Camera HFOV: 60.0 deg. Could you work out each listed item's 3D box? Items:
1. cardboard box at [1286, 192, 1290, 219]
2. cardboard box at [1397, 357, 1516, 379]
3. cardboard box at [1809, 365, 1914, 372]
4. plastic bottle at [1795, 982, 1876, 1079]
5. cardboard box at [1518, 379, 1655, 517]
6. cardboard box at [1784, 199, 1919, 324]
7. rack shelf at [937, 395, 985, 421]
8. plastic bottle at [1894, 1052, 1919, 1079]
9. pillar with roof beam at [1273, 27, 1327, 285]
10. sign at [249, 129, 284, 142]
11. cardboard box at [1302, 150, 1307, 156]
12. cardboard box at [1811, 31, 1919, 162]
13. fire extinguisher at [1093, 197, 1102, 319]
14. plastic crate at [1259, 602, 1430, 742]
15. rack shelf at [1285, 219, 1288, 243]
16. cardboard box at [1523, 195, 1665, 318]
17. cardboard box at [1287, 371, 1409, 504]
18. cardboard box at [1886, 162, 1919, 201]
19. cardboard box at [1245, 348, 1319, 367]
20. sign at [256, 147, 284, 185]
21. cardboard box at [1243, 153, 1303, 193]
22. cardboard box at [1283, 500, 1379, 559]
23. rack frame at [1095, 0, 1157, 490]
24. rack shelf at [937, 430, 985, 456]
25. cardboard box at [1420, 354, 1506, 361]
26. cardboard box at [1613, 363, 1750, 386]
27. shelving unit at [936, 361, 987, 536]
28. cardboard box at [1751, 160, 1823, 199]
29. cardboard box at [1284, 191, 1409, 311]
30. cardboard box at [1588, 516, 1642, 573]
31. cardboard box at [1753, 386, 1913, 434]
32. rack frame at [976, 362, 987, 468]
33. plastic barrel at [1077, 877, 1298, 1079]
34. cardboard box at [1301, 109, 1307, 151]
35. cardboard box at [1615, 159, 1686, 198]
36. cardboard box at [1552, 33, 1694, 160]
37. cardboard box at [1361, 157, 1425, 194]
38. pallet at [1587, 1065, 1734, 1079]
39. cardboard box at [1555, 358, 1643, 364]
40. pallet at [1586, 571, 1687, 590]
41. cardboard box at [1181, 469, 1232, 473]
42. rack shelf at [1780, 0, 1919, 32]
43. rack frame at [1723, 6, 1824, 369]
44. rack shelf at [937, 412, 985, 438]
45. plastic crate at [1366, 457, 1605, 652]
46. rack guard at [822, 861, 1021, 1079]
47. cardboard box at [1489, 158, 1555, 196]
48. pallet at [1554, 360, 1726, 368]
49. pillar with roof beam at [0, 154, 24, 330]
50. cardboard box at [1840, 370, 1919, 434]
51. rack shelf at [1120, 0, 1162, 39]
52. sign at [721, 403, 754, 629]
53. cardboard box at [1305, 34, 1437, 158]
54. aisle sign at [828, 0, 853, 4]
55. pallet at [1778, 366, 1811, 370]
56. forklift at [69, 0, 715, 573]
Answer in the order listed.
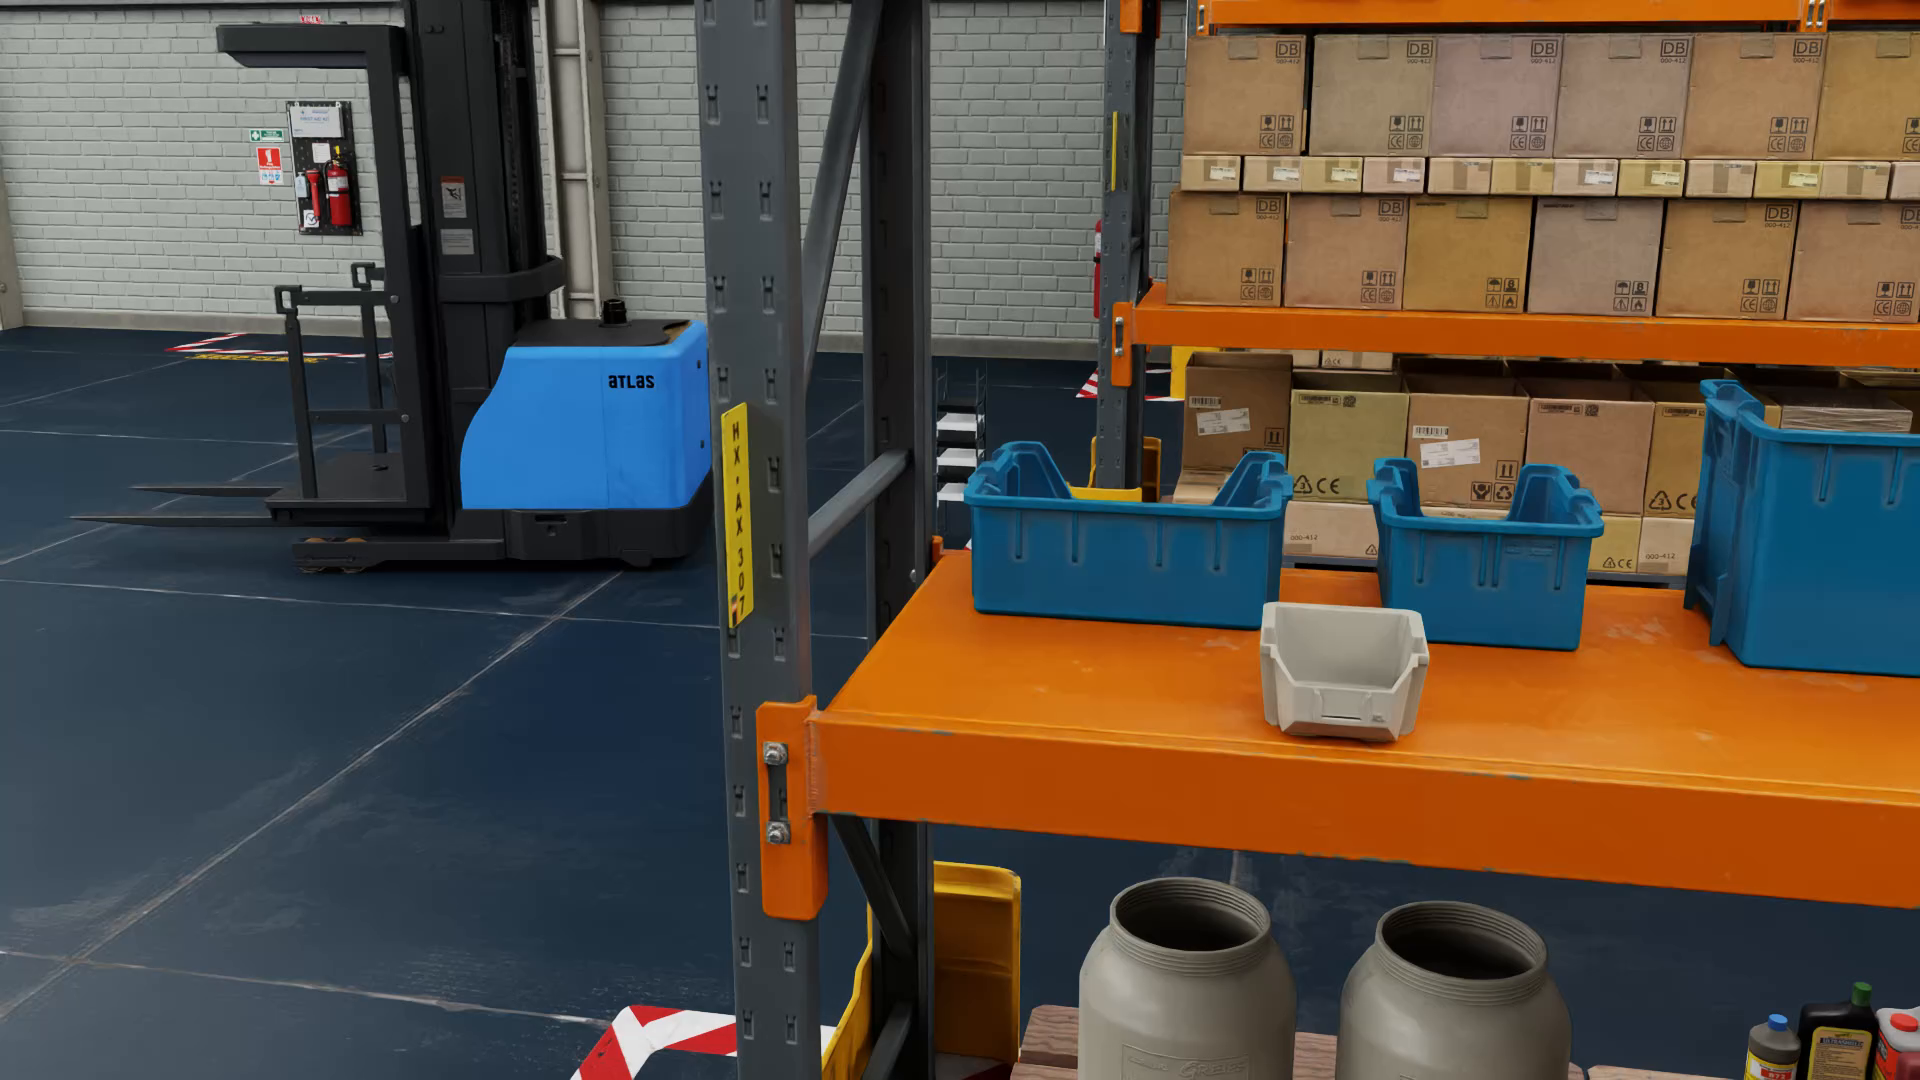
[{"bbox_3d":[2.171,-2.467,12.021,0.500,0.250,0.500,3,16,9],"label":"cardboard box"},{"bbox_3d":[2.340,-0.581,7.930,0.500,0.500,0.500,3,16,11],"label":"cardboard box"},{"bbox_3d":[6.401,-1.398,11.779,0.500,0.500,0.700,4,16,13],"label":"cardboard box"},{"bbox_3d":[1.787,1.035,3.402,0.133,0.283,0.061,4,16,12],"label":"plastic bottle"},{"bbox_3d":[2.723,-0.414,7.326,0.500,0.500,0.500,3,16,11],"label":"cardboard box"},{"bbox_3d":[3.738,-1.226,7.112,0.500,0.500,0.700,3,16,11],"label":"cardboard box"},{"bbox_3d":[0.008,-0.661,8.307,0.200,0.077,0.258,3,16,11],"label":"rack shelf"},{"bbox_3d":[1.890,1.082,3.232,0.133,0.283,0.061,3,16,11],"label":"plastic bottle"},{"bbox_3d":[1.757,-4.592,8.214,0.400,9.000,9.100,3,16,11],"label":"pillar with roof beam"},{"bbox_3d":[-6.198,-3.614,14.862,0.331,0.109,0.001,3,16,11],"label":"sign"},{"bbox_3d":[1.693,-1.705,7.627,0.250,0.149,0.380,3,16,10],"label":"cardboard box"},{"bbox_3d":[3.761,-1.851,6.939,0.500,0.500,0.700,3,16,11],"label":"cardboard box"},{"bbox_3d":[0.749,-1.433,8.190,0.183,0.674,0.296,3,16,11],"label":"fire extinguisher"},{"bbox_3d":[0.595,0.212,2.601,0.250,0.136,0.298,3,16,11],"label":"plastic crate"},{"bbox_3d":[3.716,-2.185,12.110,4.000,0.370,1.077,3,16,11],"label":"rack shelf"},{"bbox_3d":[2.745,-1.281,7.309,0.500,0.500,0.700,4,16,13],"label":"cardboard box"},{"bbox_3d":[1.744,-0.468,7.522,0.500,0.500,0.500,3,16,11],"label":"cardboard box"},{"bbox_3d":[3.884,-1.476,6.798,0.250,0.149,0.380,3,16,9],"label":"cardboard box"},{"bbox_3d":[2.416,-1.494,12.480,0.500,0.311,0.500,1,16,5],"label":"cardboard box"},{"bbox_3d":[-6.200,-3.362,14.942,0.234,0.329,0.001,3,16,11],"label":"sign"},{"bbox_3d":[1.374,-1.613,7.292,0.250,0.149,0.380,3,16,10],"label":"cardboard box"},{"bbox_3d":[1.745,-0.107,7.624,0.500,0.250,0.500,3,16,11],"label":"cardboard box"},{"bbox_3d":[0.773,-1.342,7.719,0.127,3.000,1.000,3,16,11],"label":"rack frame"},{"bbox_3d":[0.008,-0.488,8.355,0.200,0.077,0.258,3,16,11],"label":"rack shelf"},{"bbox_3d":[3.684,-1.503,12.157,0.500,0.500,0.700,2,16,8],"label":"cardboard box"},{"bbox_3d":[3.321,-0.528,7.738,0.500,0.500,0.500,3,16,11],"label":"cardboard box"},{"bbox_3d":[0.008,-0.433,8.370,0.210,0.900,0.258,3,16,11],"label":"shelving unit"},{"bbox_3d":[3.387,-1.503,6.898,0.250,0.149,0.380,3,16,11],"label":"cardboard box"},{"bbox_3d":[1.743,-1.336,7.507,0.500,0.500,0.700,4,16,13],"label":"cardboard box"},{"bbox_3d":[2.724,-0.053,7.427,0.500,0.250,0.500,3,16,11],"label":"cardboard box"},{"bbox_3d":[3.707,-0.365,7.151,0.500,0.500,0.500,3,16,11],"label":"cardboard box"},{"bbox_3d":[0.107,-0.428,8.351,0.006,0.900,0.240,3,16,11],"label":"rack frame"},{"bbox_3d":[0.442,0.965,3.263,0.421,0.512,0.421,0,15,0],"label":"plastic barrel"},{"bbox_3d":[2.647,-2.804,11.835,0.500,0.500,0.500,3,16,11],"label":"cardboard box"},{"bbox_3d":[2.879,-1.530,6.994,0.250,0.149,0.380,4,16,13],"label":"cardboard box"},{"bbox_3d":[2.781,-1.905,7.132,0.500,0.500,0.700,3,16,11],"label":"cardboard box"},{"bbox_3d":[1.865,-1.585,7.192,0.250,0.149,0.380,3,16,10],"label":"cardboard box"},{"bbox_3d":[1.853,1.399,3.046,1.213,0.211,1.003,3,16,11],"label":"pallet"},{"bbox_3d":[4.651,-1.478,12.066,0.500,0.500,0.500,2,16,7],"label":"cardboard box"},{"bbox_3d":[2.722,0.097,7.747,1.213,0.211,1.003,3,16,11],"label":"pallet"},{"bbox_3d":[1.357,-0.268,8.206,0.500,0.250,0.500,3,16,11],"label":"cardboard box"},{"bbox_3d":[7.636,-3.418,10.941,4.000,0.370,1.077,3,16,11],"label":"rack shelf"},{"bbox_3d":[5.676,-2.426,11.630,0.127,3.000,1.000,3,16,11],"label":"rack frame"},{"bbox_3d":[0.008,-0.575,8.331,0.200,0.077,0.258,3,16,11],"label":"rack shelf"},{"bbox_3d":[0.967,0.009,3.118,0.408,0.251,0.499,3,16,11],"label":"plastic crate"},{"bbox_3d":[-0.134,1.150,3.405,0.348,0.500,1.175,3,16,11],"label":"rack guard"},{"bbox_3d":[2.377,-1.558,7.095,0.250,0.149,0.380,3,16,10],"label":"cardboard box"},{"bbox_3d":[5.011,-1.108,12.097,1.213,0.211,1.003,3,16,11],"label":"pallet"},{"bbox_3d":[-10.003,-5.231,10.518,0.400,9.000,9.100,3,16,11],"label":"pillar with roof beam"},{"bbox_3d":[4.300,-0.475,7.546,0.500,0.500,0.500,3,16,11],"label":"cardboard box"},{"bbox_3d":[2.733,-2.335,7.030,4.000,0.370,1.077,3,16,11],"label":"rack shelf"},{"bbox_3d":[-0.332,-0.036,2.486,0.005,0.325,0.100,3,16,11],"label":"sign"},{"bbox_3d":[1.796,-1.958,7.324,0.500,0.500,0.700,3,16,10],"label":"cardboard box"},{"bbox_3d":[-0.229,-1.381,2.989,0.004,0.787,0.394,3,16,11],"label":"aisle sign"},{"bbox_3d":[6.439,-1.041,11.854,1.213,0.211,1.003,3,16,11],"label":"pallet"},{"bbox_3d":[-2.803,-1.396,8.041,3.031,2.935,1.130,0,15,0],"label":"forklift"}]
